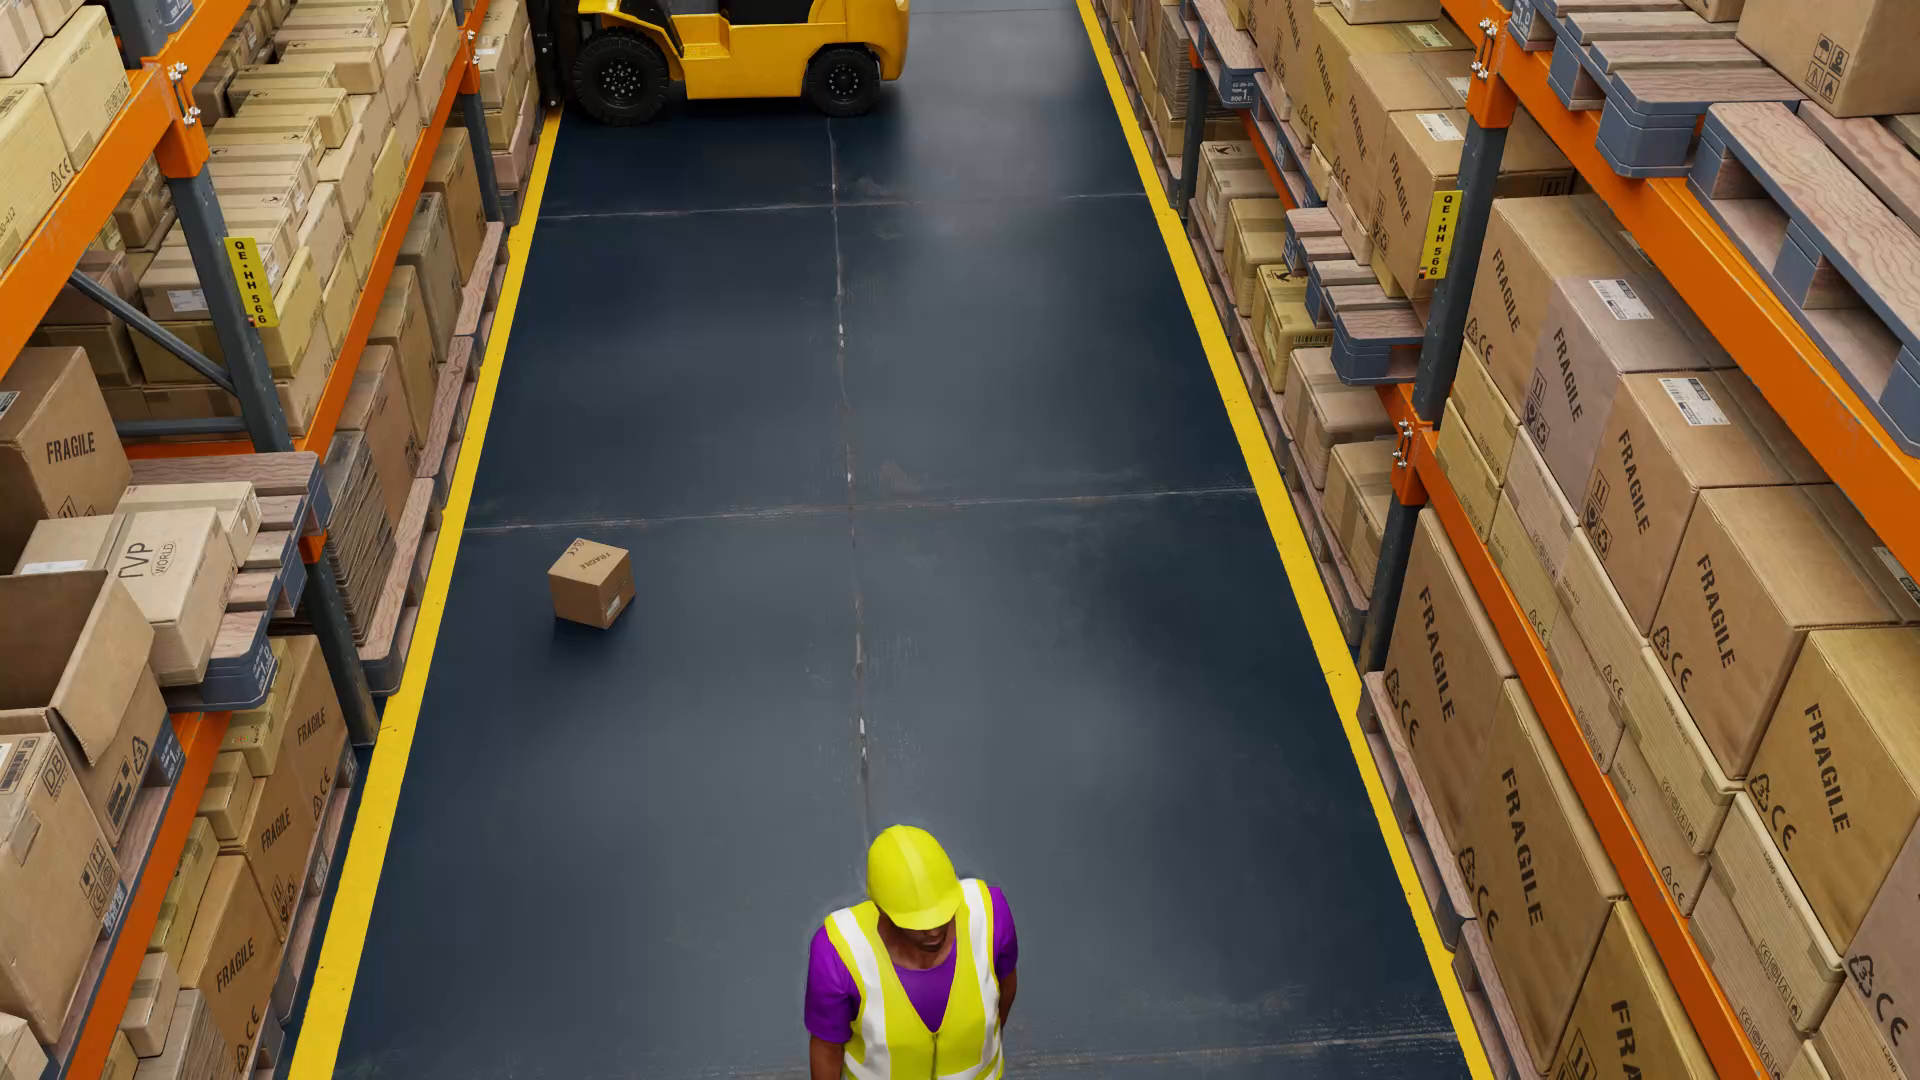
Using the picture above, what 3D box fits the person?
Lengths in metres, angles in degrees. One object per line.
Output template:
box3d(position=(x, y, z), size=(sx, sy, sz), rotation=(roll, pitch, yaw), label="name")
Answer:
box3d(position=(-0.098, 1.456, 4.349), size=(0.572, 1.827, 0.567), rotation=(-8, 40, -10), label="person")
